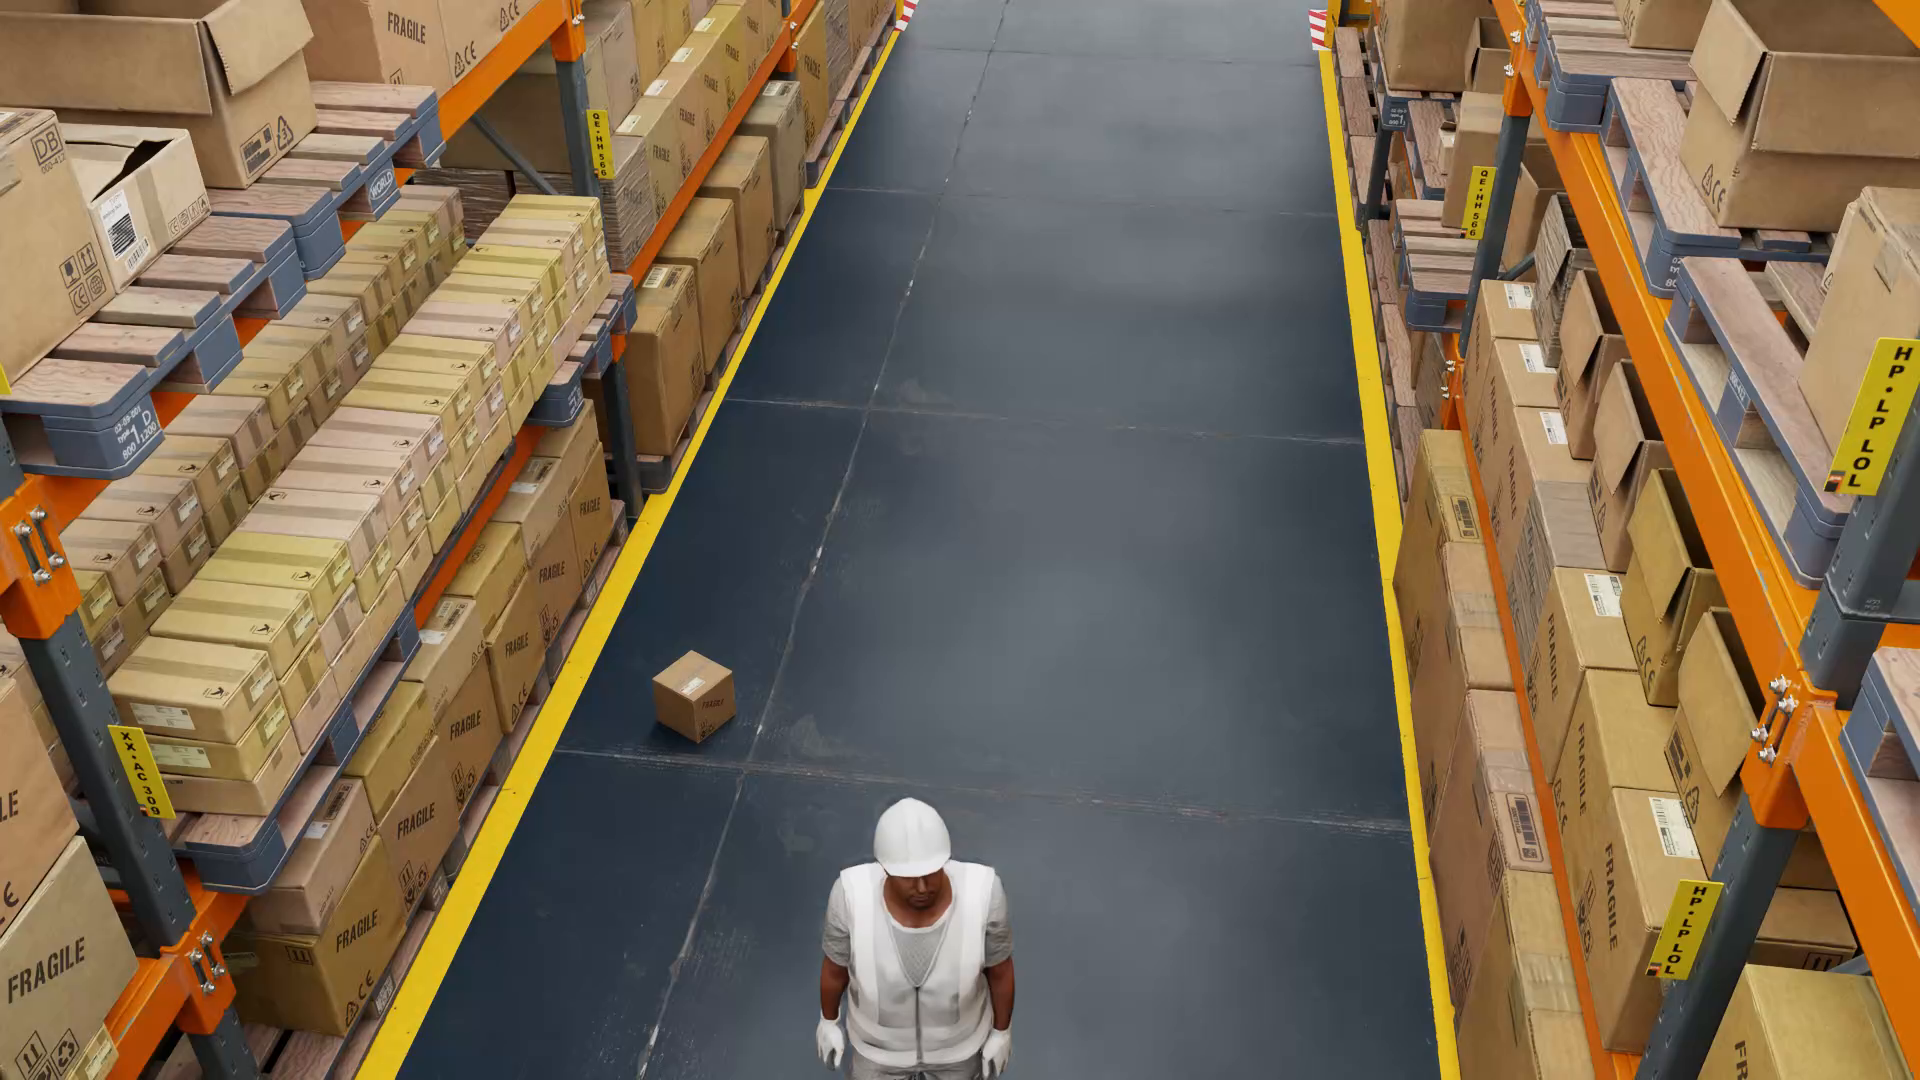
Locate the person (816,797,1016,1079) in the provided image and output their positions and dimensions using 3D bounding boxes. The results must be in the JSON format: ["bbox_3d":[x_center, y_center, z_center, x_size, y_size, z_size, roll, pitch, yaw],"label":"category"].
[{"bbox_3d":[-0.132,1.477,4.933,0.596,1.788,0.448,-3,36,-4],"label":"person"}]
